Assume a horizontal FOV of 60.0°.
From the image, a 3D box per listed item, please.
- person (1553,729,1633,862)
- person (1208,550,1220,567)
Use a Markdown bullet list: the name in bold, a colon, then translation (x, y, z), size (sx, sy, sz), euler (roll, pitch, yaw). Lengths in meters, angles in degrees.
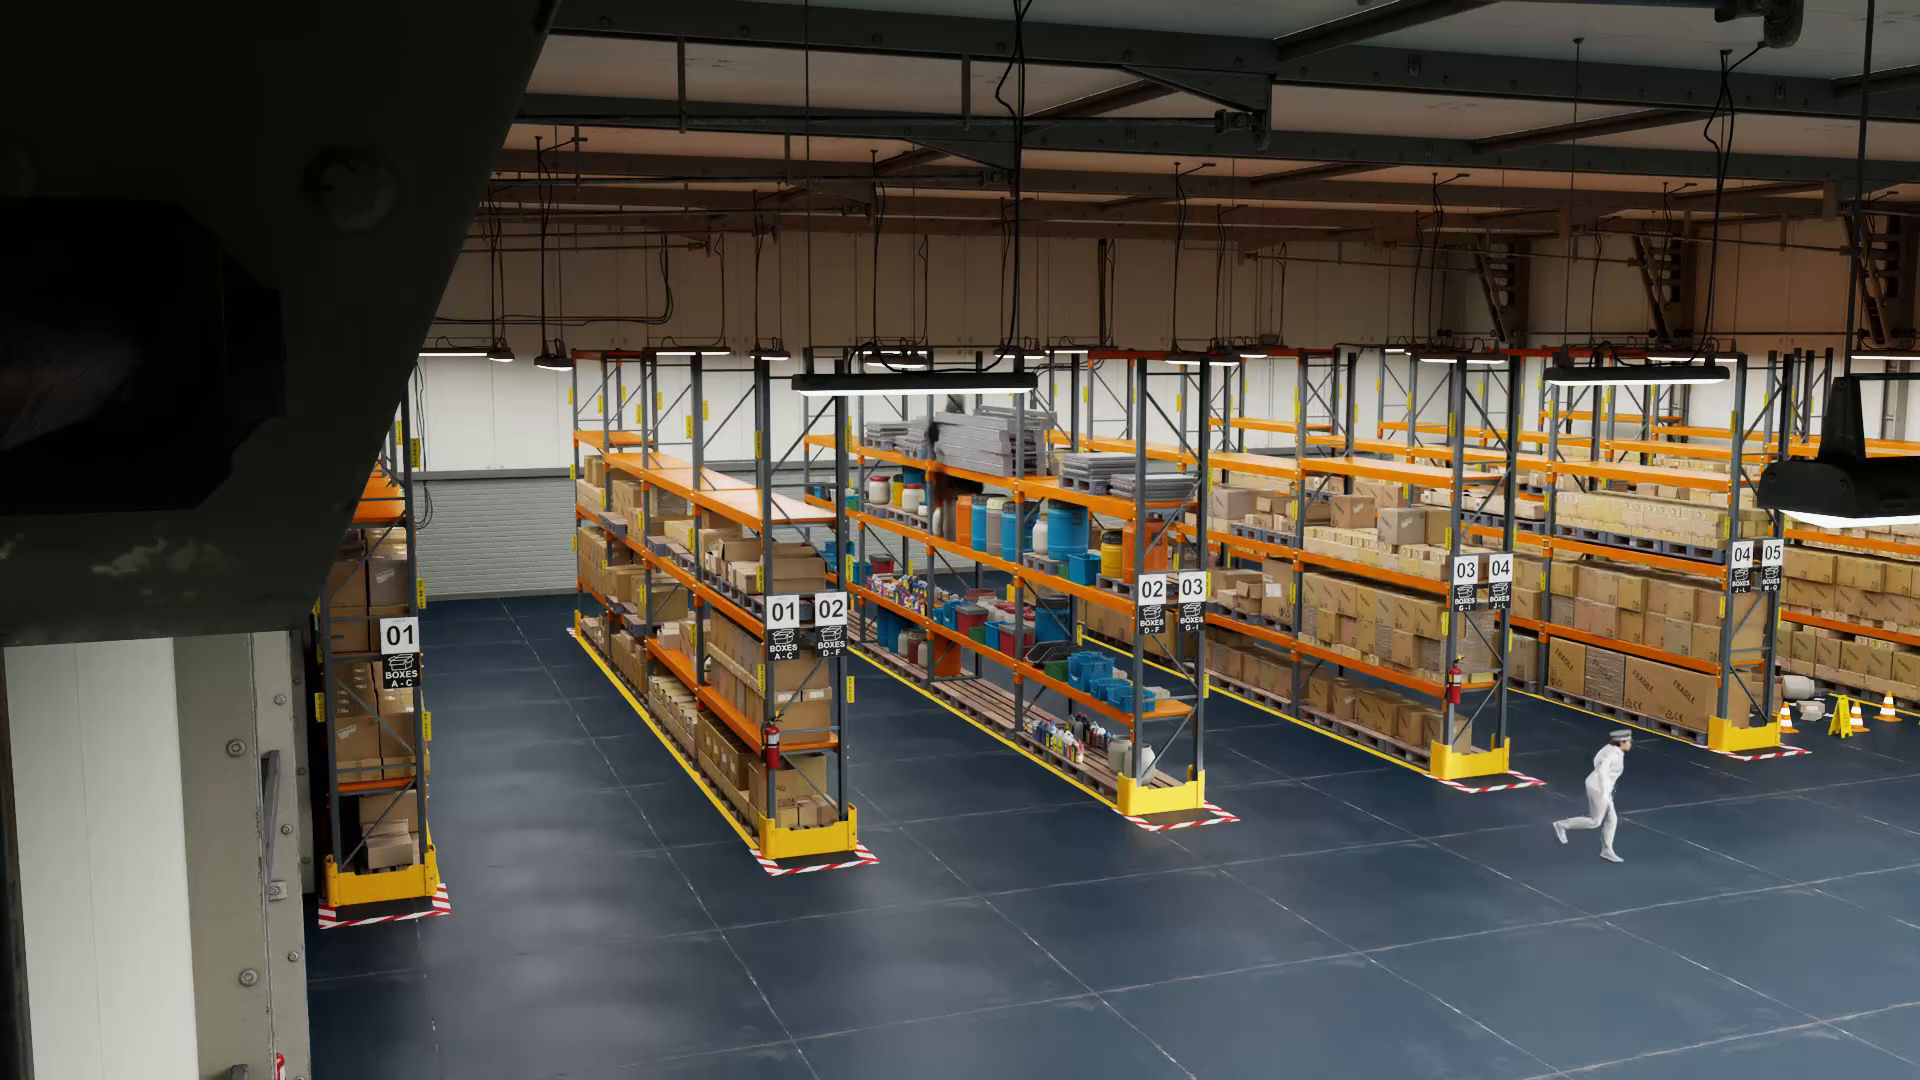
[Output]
- **person**: translation (7.646, 3.068, 20.114), size (0.872, 1.632, 0.617), euler (1, 7, 10)
- **person**: translation (6.406, 0.362, 41.563), size (0.618, 1.618, 0.574), euler (-3, 8, -26)
